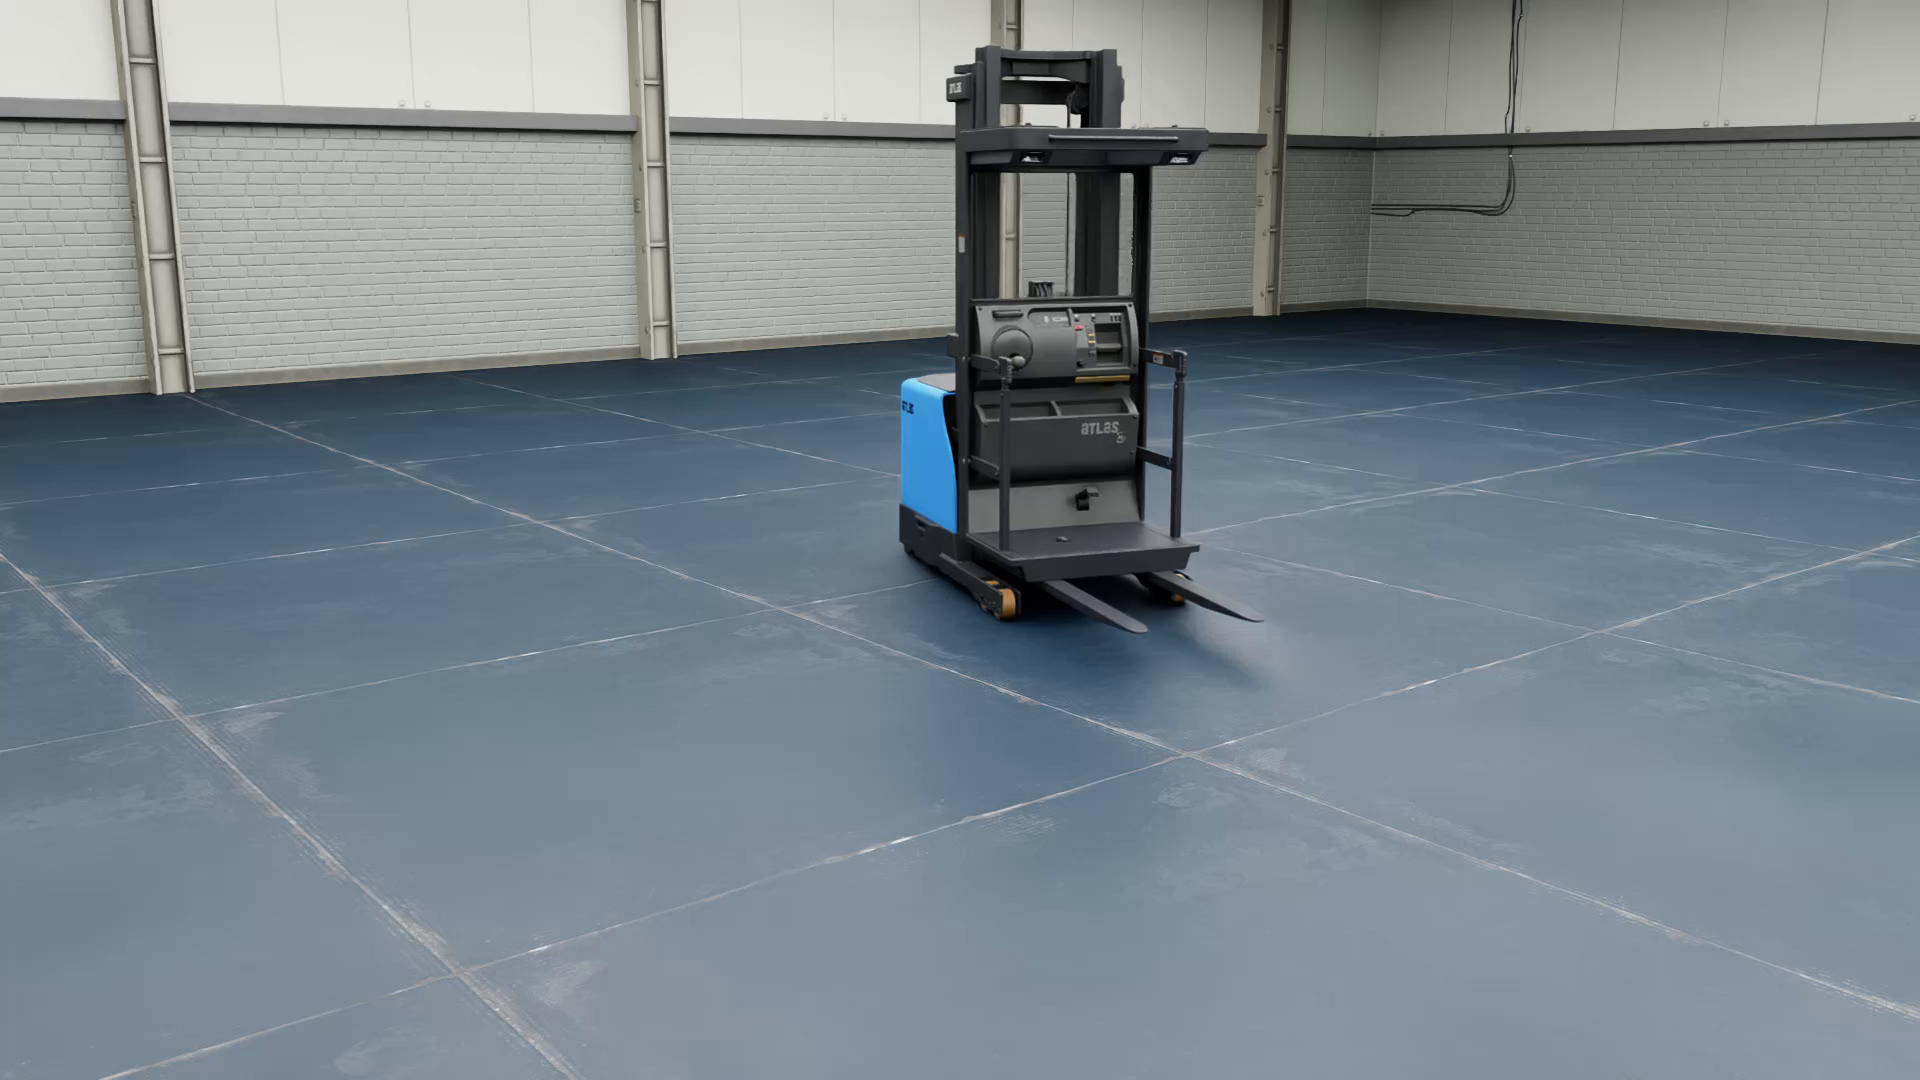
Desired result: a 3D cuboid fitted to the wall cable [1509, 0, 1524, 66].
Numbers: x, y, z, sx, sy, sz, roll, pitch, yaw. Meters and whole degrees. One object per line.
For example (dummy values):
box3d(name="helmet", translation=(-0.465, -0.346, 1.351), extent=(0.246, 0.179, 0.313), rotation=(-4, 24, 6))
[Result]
box3d(name="wall cable", translation=(10.205, -9.048, 26.889), extent=(0.112, 2.526, 3.097), rotation=(-9, 15, -38))

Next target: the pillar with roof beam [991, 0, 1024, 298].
box3d(name="pillar with roof beam", translation=(3.393, -6.890, 21.413), extent=(0.400, 9.000, 9.100), rotation=(-9, 15, -38))

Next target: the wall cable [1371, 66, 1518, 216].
box3d(name="wall cable", translation=(8.515, -7.016, 29.480), extent=(0.112, 2.526, 3.097), rotation=(-9, 15, -38))

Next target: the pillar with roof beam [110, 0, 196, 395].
box3d(name="pillar with roof beam", translation=(-5.977, -5.333, 14.080), extent=(0.400, 9.000, 9.100), rotation=(-9, 15, -38))

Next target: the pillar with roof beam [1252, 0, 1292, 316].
box3d(name="pillar with roof beam", translation=(8.078, -7.669, 25.079), extent=(0.400, 9.000, 9.100), rotation=(-9, 15, -38))

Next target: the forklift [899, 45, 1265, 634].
box3d(name="forklift", translation=(0.605, -1.114, 8.816), extent=(1.130, 2.935, 3.031), rotation=(-4, 13, -19))

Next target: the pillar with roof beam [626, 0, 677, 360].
box3d(name="pillar with roof beam", translation=(-1.292, -6.112, 17.746), extent=(0.400, 9.000, 9.100), rotation=(-9, 15, -38))
